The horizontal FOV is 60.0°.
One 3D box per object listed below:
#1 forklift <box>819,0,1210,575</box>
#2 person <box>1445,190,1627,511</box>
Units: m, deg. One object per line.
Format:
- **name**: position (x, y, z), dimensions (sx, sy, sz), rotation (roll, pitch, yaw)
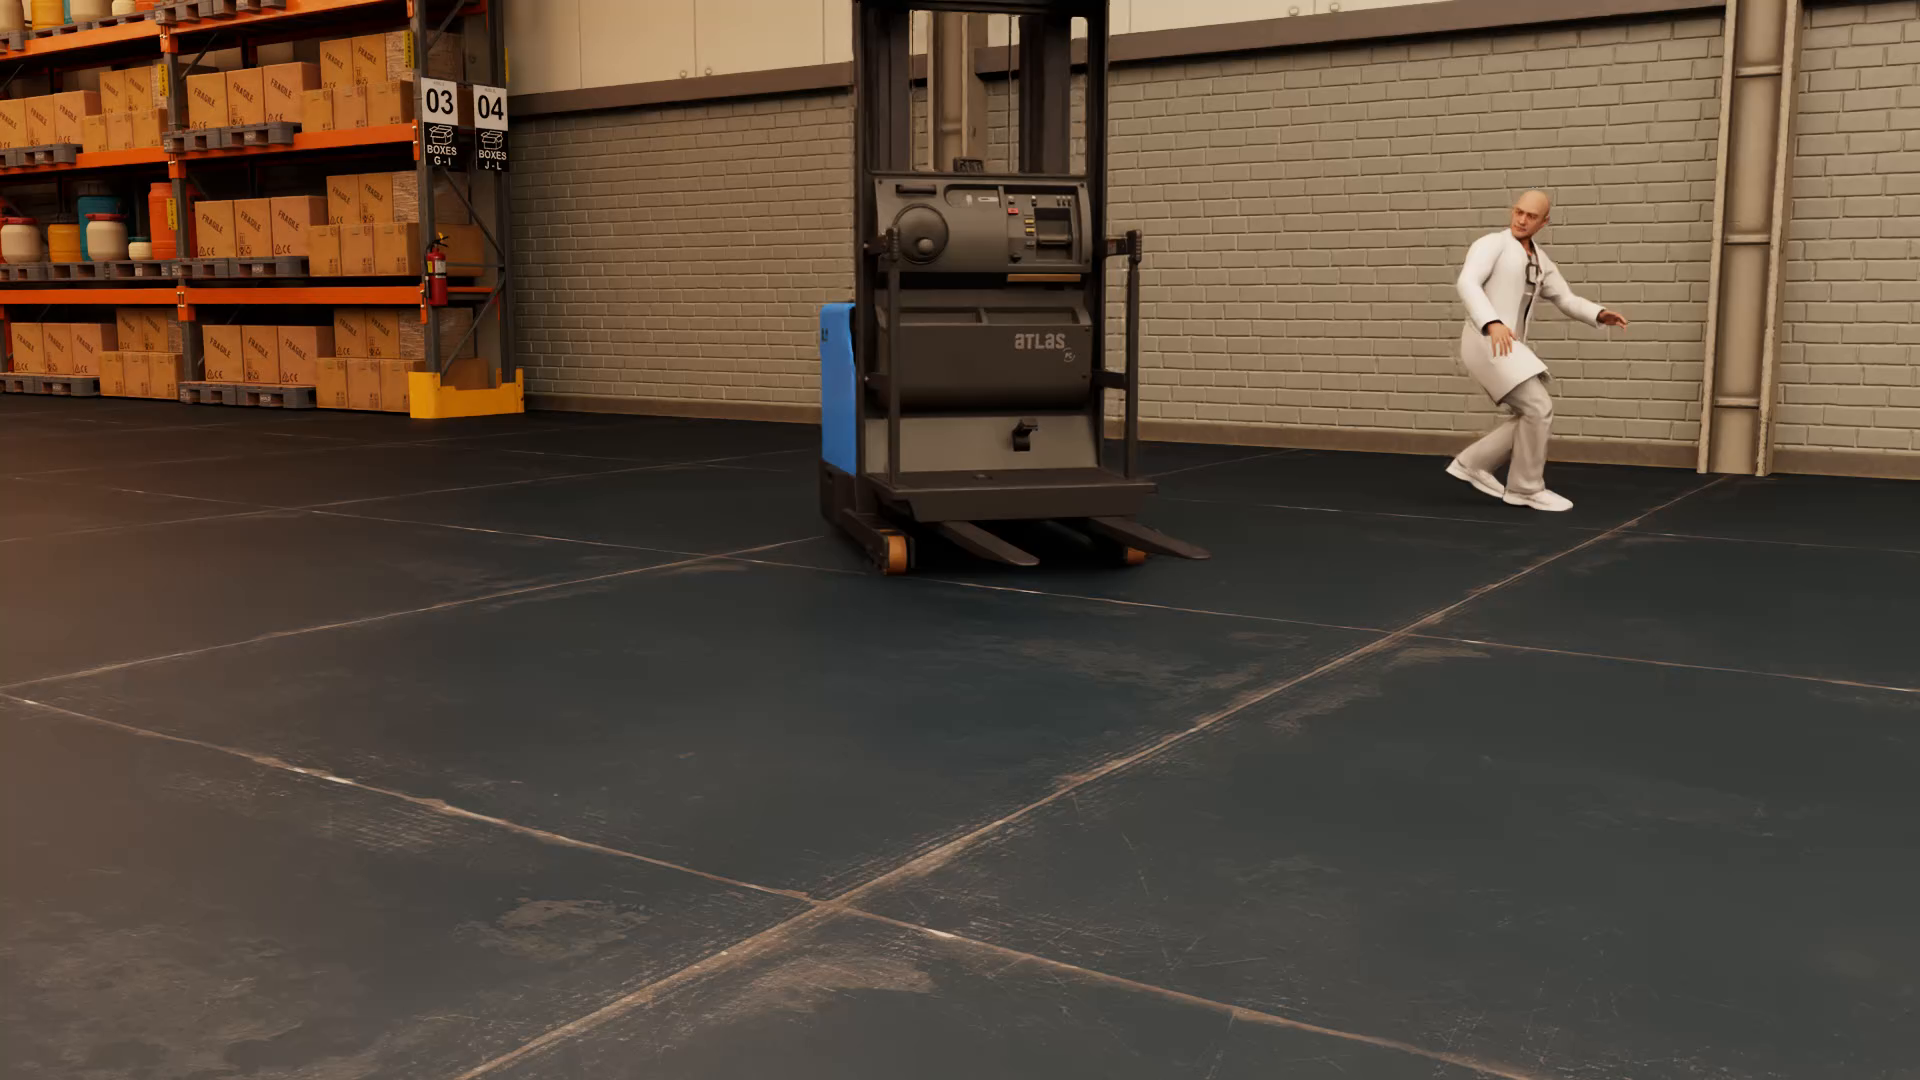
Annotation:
- **forklift**: position (0.154, -1.368, 6.811), dimensions (1.130, 2.935, 3.031), rotation (-2, 8, -14)
- **person**: position (2.971, -0.987, 8.682), dimensions (0.868, 1.659, 0.903), rotation (6, 10, 37)
